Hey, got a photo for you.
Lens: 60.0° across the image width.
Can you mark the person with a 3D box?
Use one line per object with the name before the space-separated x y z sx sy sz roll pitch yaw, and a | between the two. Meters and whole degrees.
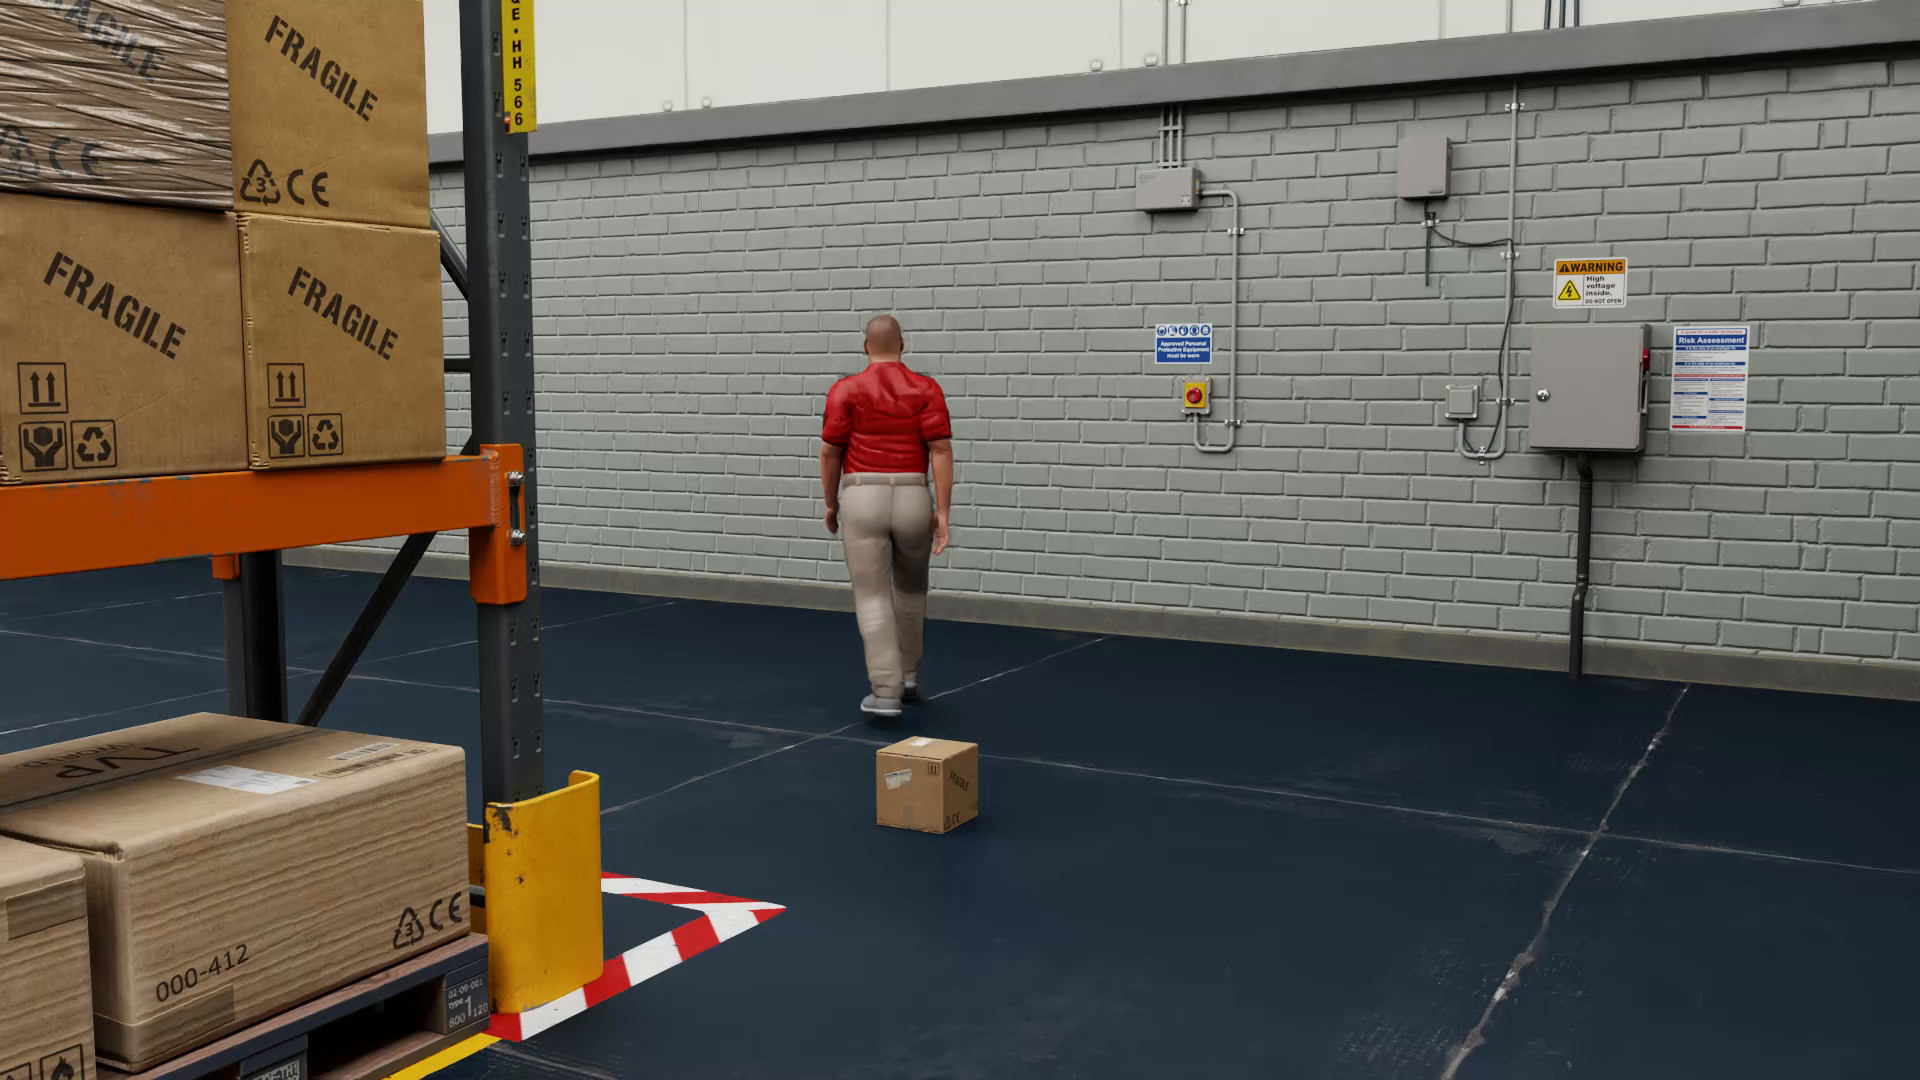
person | -0.338 -0.100 7.237 0.550 1.742 0.850 -1 6 -13
